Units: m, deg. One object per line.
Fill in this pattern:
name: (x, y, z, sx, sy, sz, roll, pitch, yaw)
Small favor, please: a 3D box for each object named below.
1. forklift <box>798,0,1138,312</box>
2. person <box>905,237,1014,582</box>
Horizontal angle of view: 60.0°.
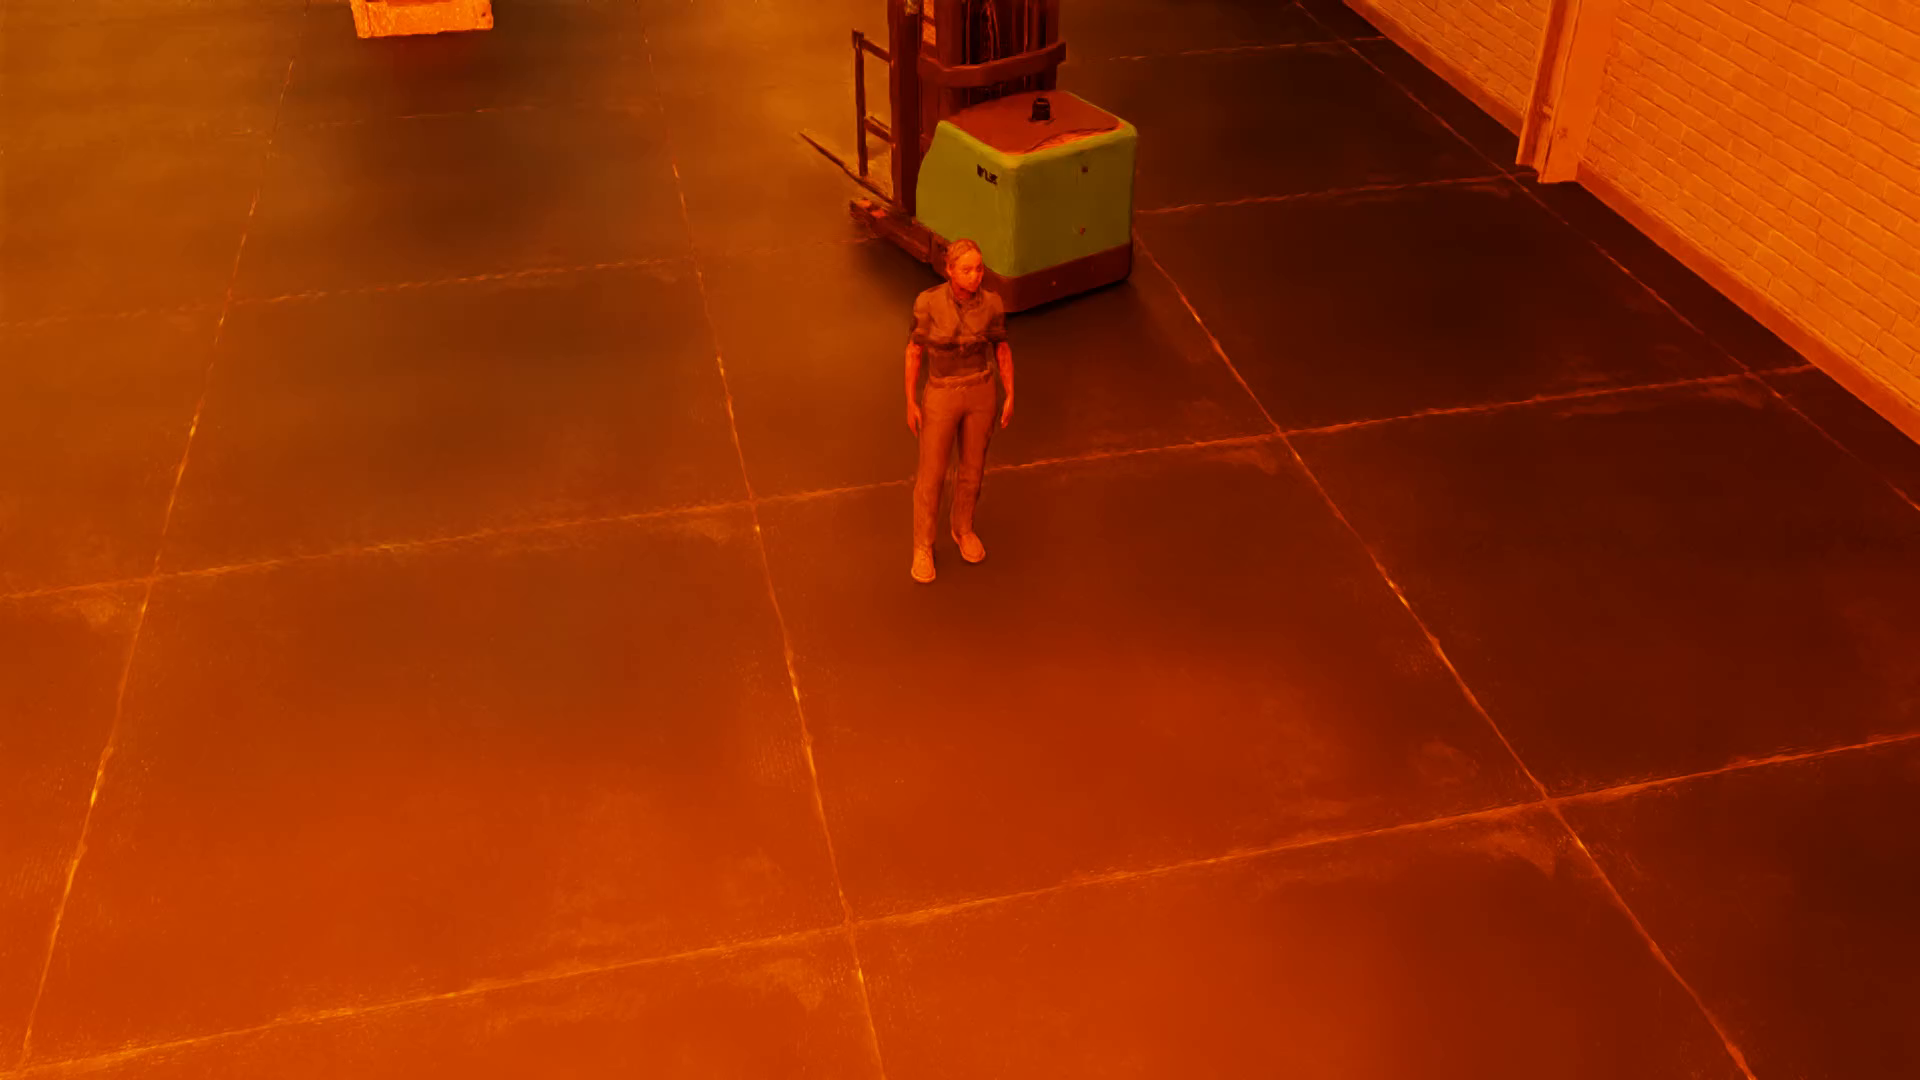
forklift: (-0.106, -3.440, 10.830, 1.130, 2.935, 3.031, -21, 41, -26)
person: (0.001, -0.625, 7.999, 0.570, 1.654, 0.503, -8, 36, -11)
